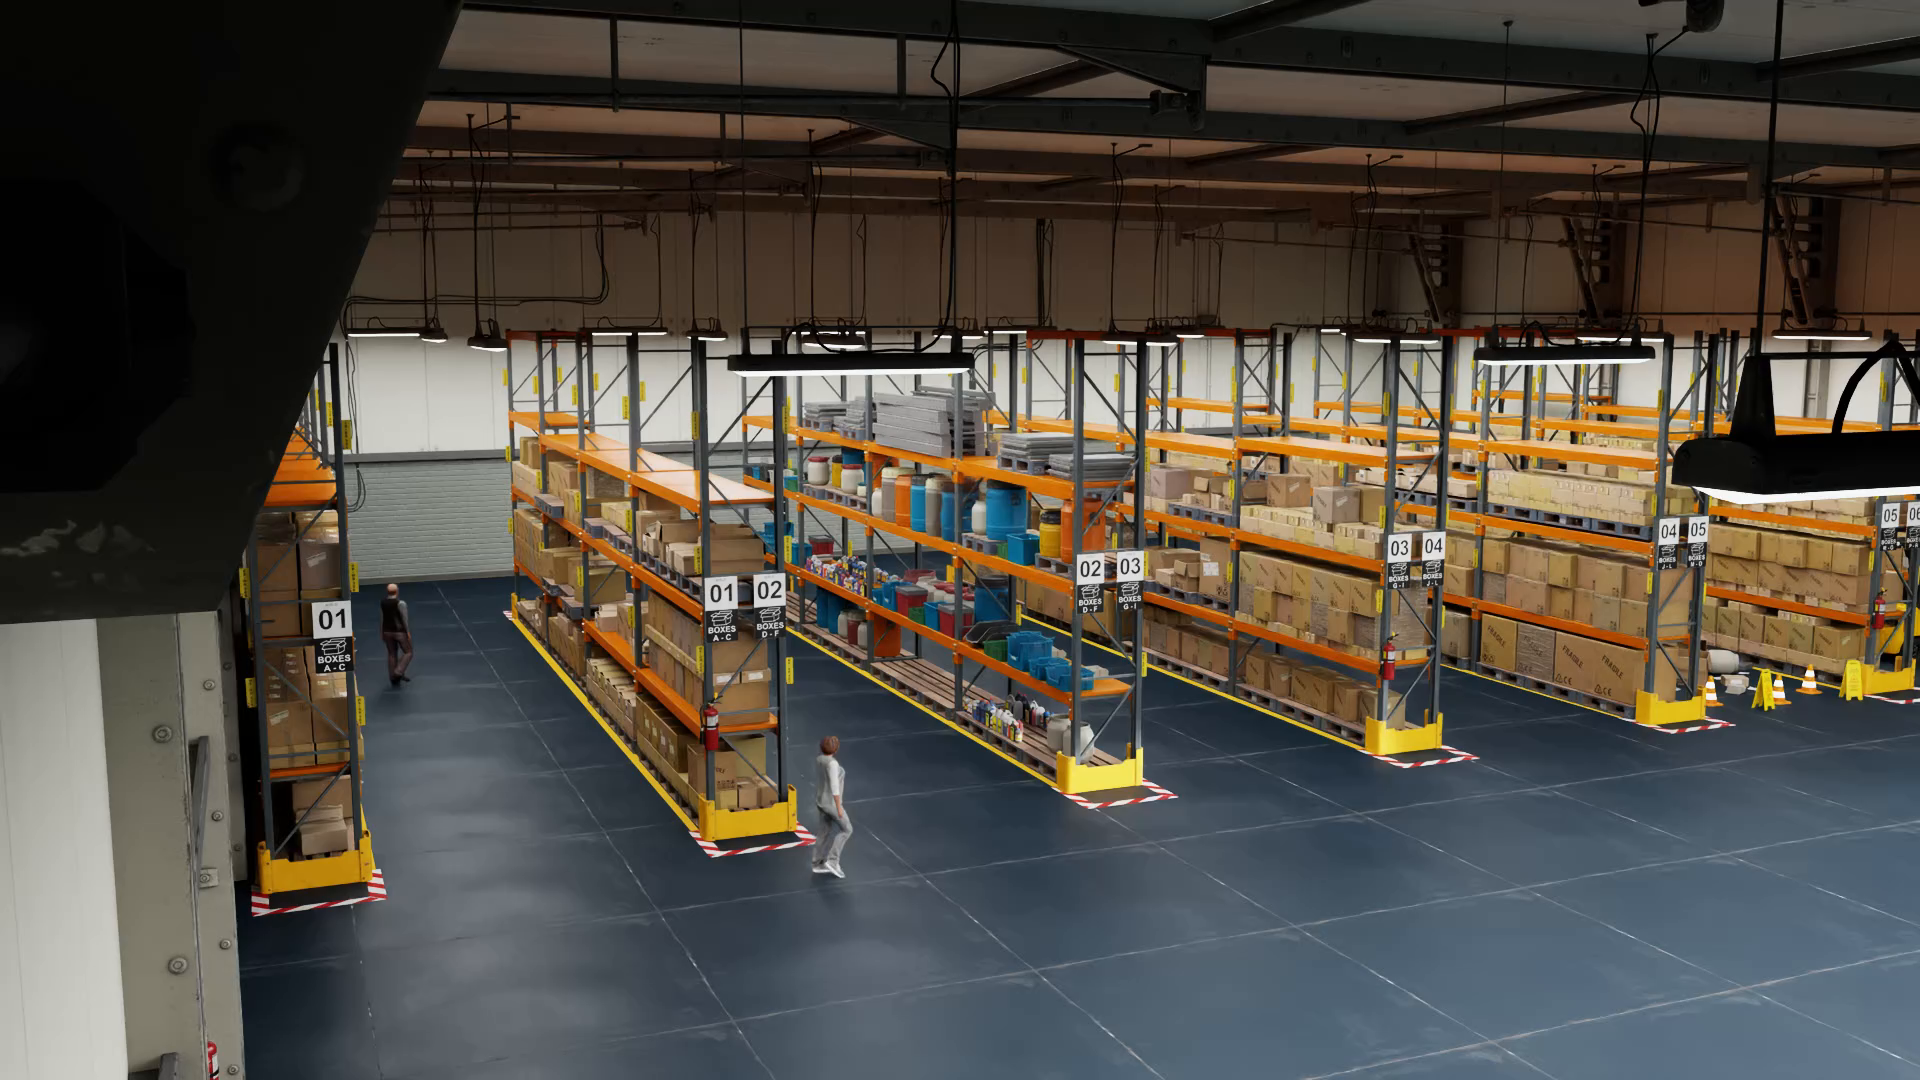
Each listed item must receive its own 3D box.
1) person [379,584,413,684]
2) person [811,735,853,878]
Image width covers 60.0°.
[{"bbox_3d":[-9.702,1.612,28.519,0.565,1.725,0.487,2,8,15],"label":"person"},{"bbox_3d":[-1.468,3.051,18.793,0.445,1.520,0.445,-4,9,-24],"label":"person"}]
